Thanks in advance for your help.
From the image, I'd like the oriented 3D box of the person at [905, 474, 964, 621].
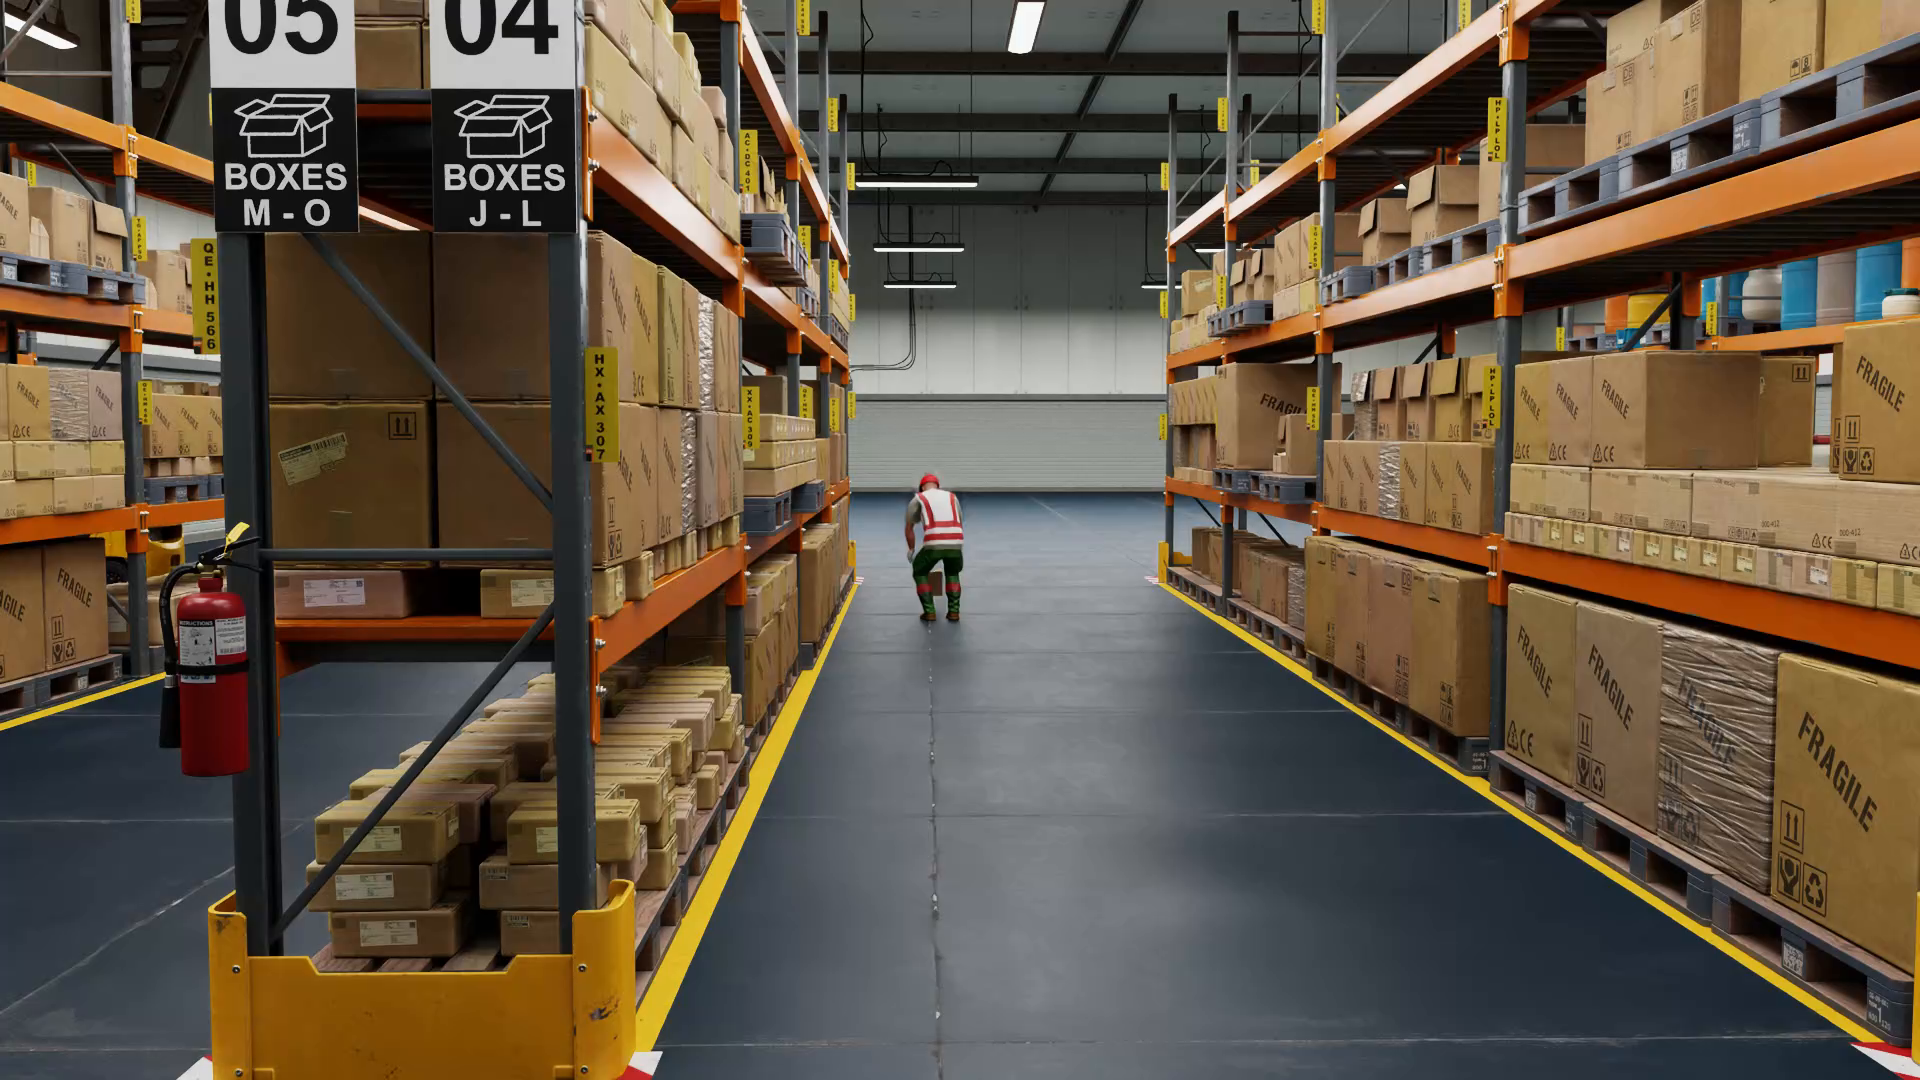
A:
[{"bbox_3d":[-0.251,0.070,16.603,0.583,1.443,0.749,-1,4,-13],"label":"person"}]
